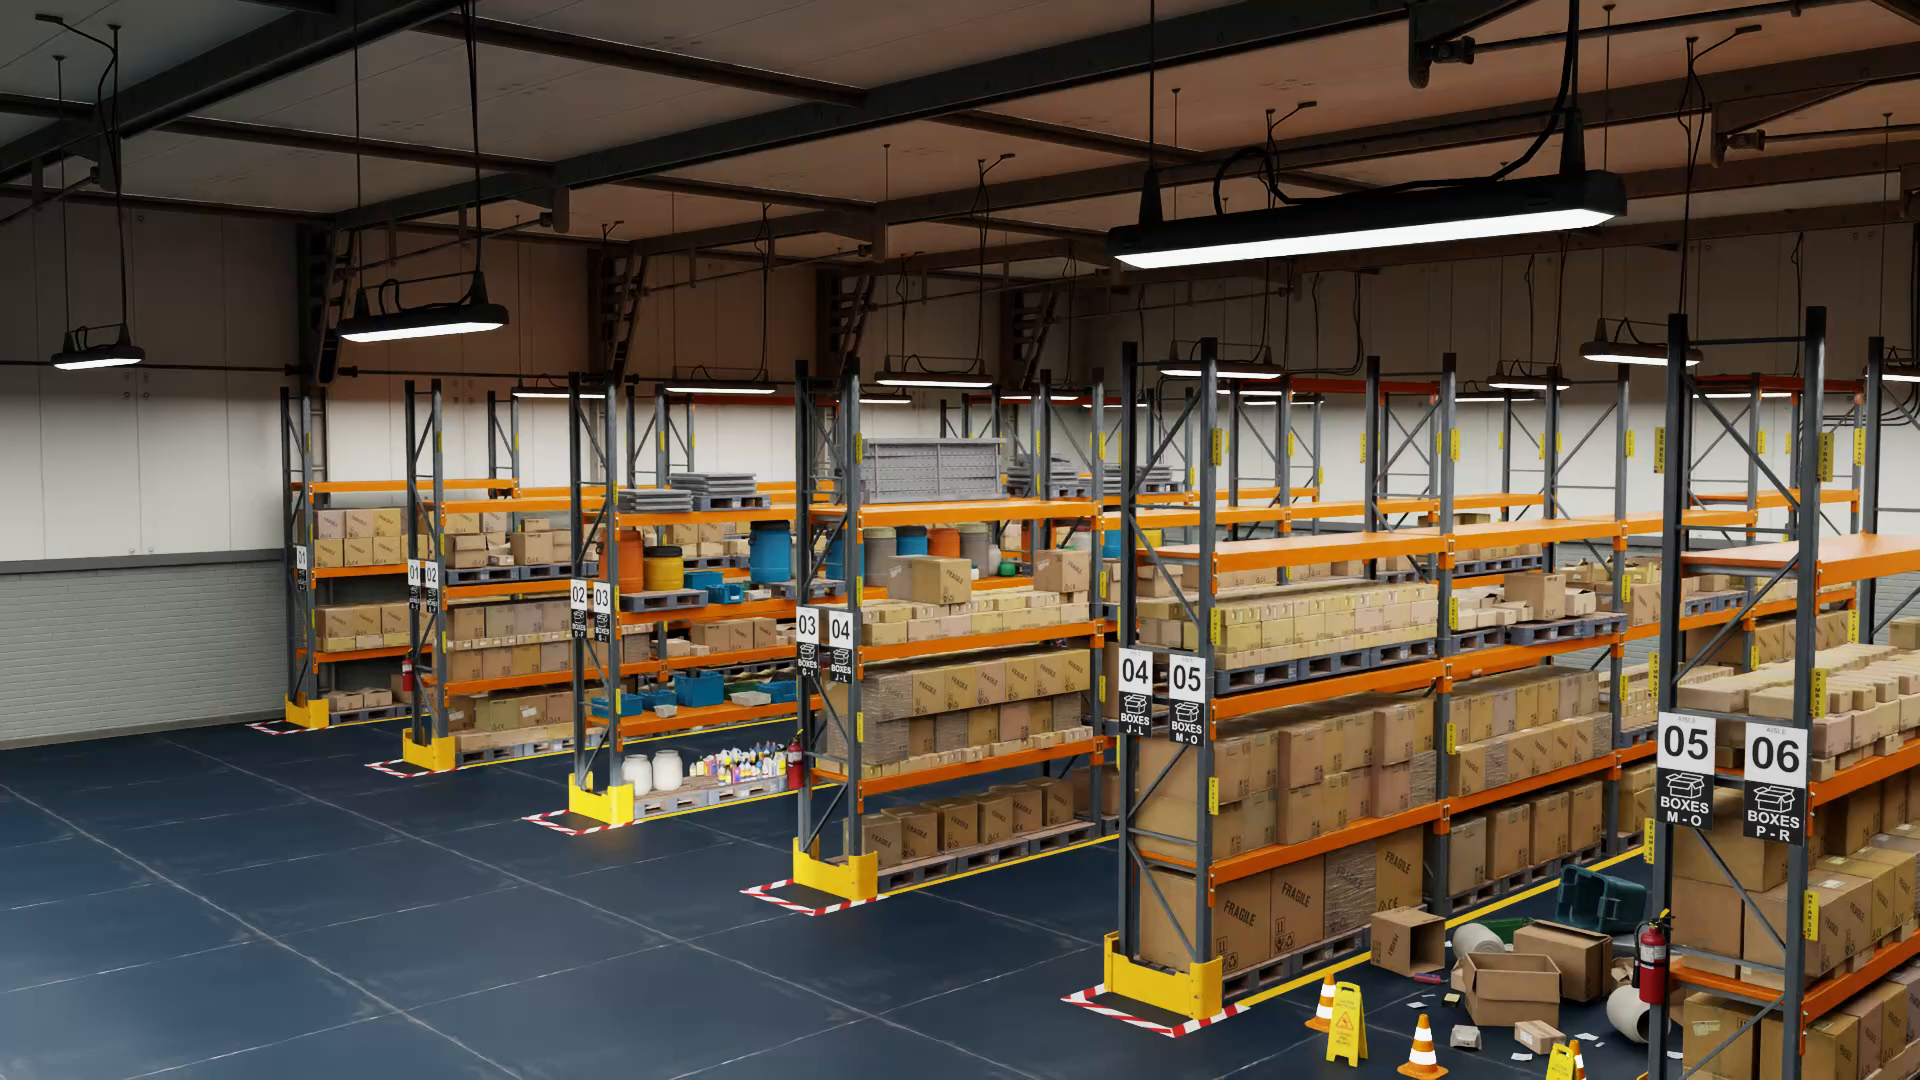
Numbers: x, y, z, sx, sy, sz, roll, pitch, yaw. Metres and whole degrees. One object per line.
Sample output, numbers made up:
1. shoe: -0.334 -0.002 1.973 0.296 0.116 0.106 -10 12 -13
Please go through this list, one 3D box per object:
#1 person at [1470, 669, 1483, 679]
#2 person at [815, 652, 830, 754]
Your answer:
1. person: 7.610 2.739 24.596 0.528 1.722 0.576 -2 4 -33
2. person: -2.053 2.600 26.483 0.912 1.733 0.569 3 5 40
